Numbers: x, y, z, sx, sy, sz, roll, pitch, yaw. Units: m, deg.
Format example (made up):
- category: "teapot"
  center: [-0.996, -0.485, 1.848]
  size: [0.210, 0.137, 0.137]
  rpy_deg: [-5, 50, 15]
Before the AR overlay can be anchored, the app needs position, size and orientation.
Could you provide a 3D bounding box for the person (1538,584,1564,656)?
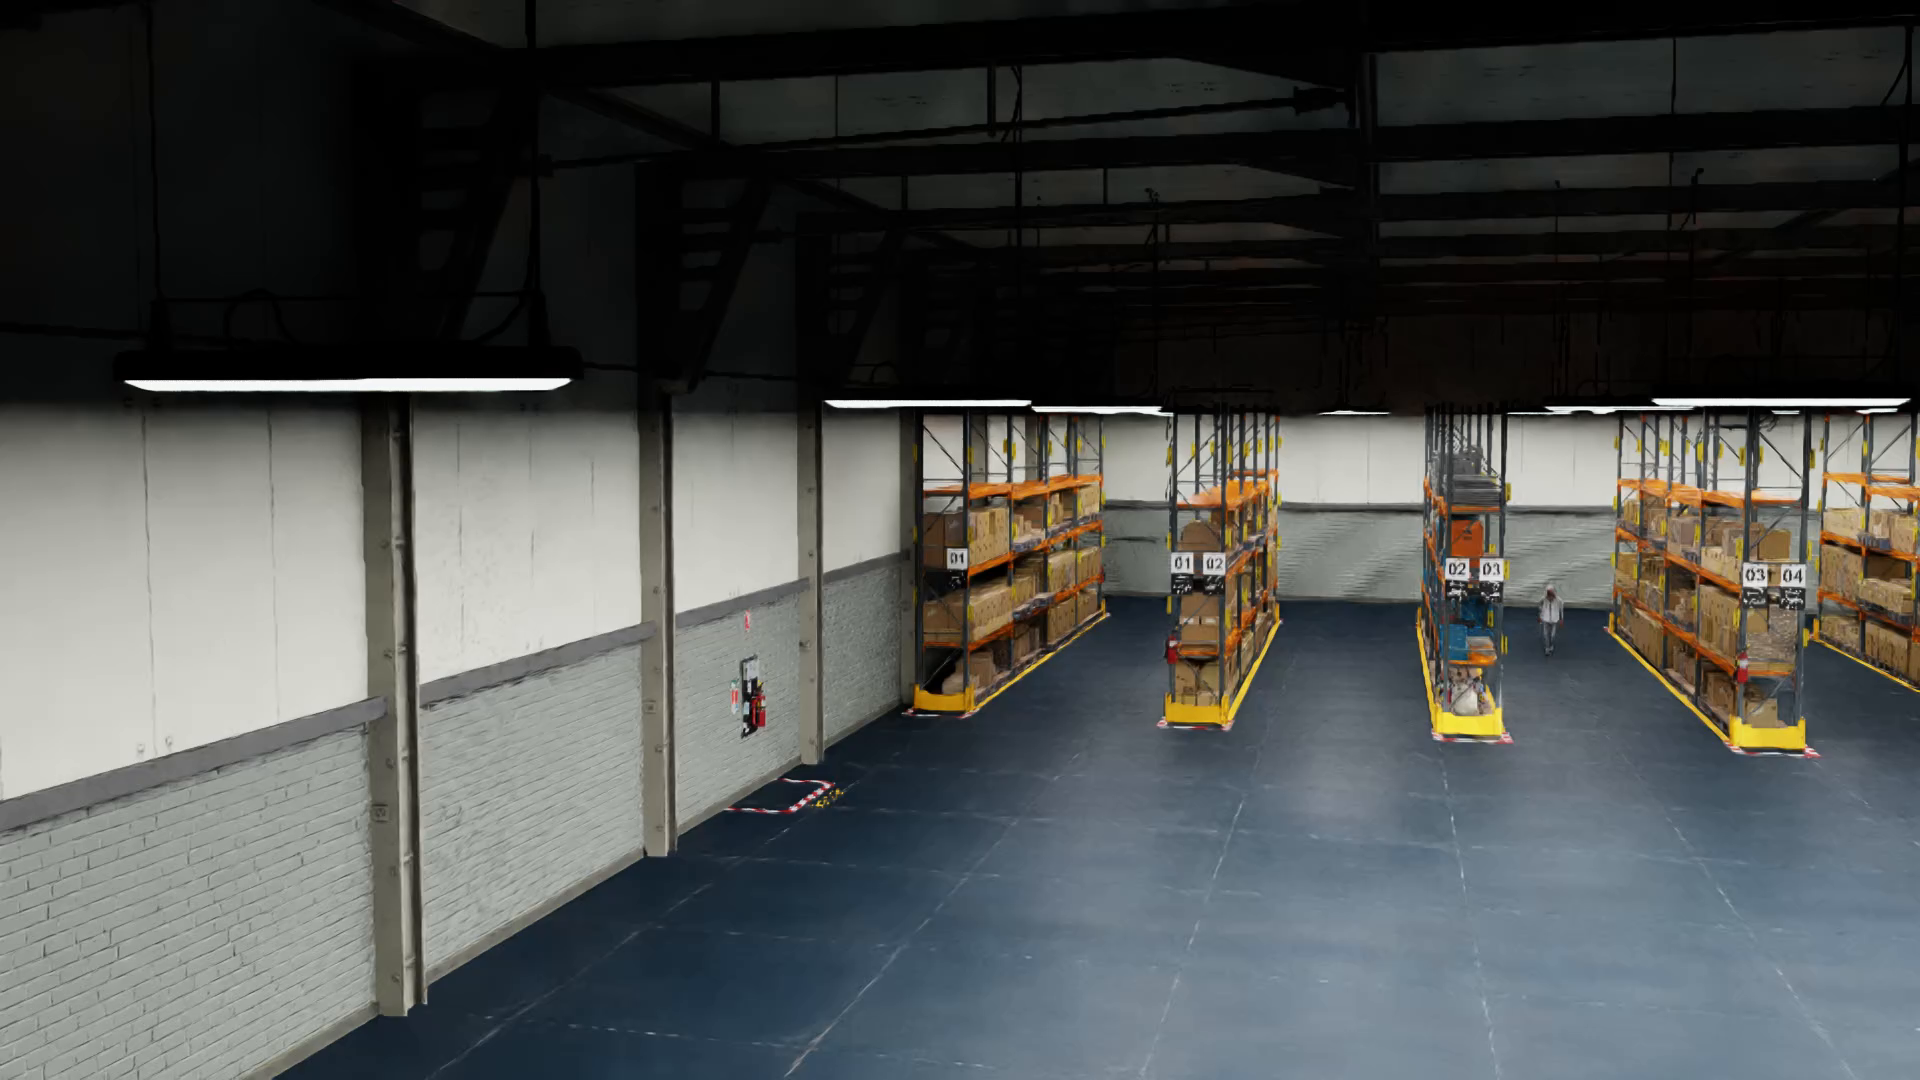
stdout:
- category: "person"
  center: [14.234, 1.906, 40.043]
  size: [0.555, 1.725, 1.029]
  rpy_deg: [1, 4, 13]
